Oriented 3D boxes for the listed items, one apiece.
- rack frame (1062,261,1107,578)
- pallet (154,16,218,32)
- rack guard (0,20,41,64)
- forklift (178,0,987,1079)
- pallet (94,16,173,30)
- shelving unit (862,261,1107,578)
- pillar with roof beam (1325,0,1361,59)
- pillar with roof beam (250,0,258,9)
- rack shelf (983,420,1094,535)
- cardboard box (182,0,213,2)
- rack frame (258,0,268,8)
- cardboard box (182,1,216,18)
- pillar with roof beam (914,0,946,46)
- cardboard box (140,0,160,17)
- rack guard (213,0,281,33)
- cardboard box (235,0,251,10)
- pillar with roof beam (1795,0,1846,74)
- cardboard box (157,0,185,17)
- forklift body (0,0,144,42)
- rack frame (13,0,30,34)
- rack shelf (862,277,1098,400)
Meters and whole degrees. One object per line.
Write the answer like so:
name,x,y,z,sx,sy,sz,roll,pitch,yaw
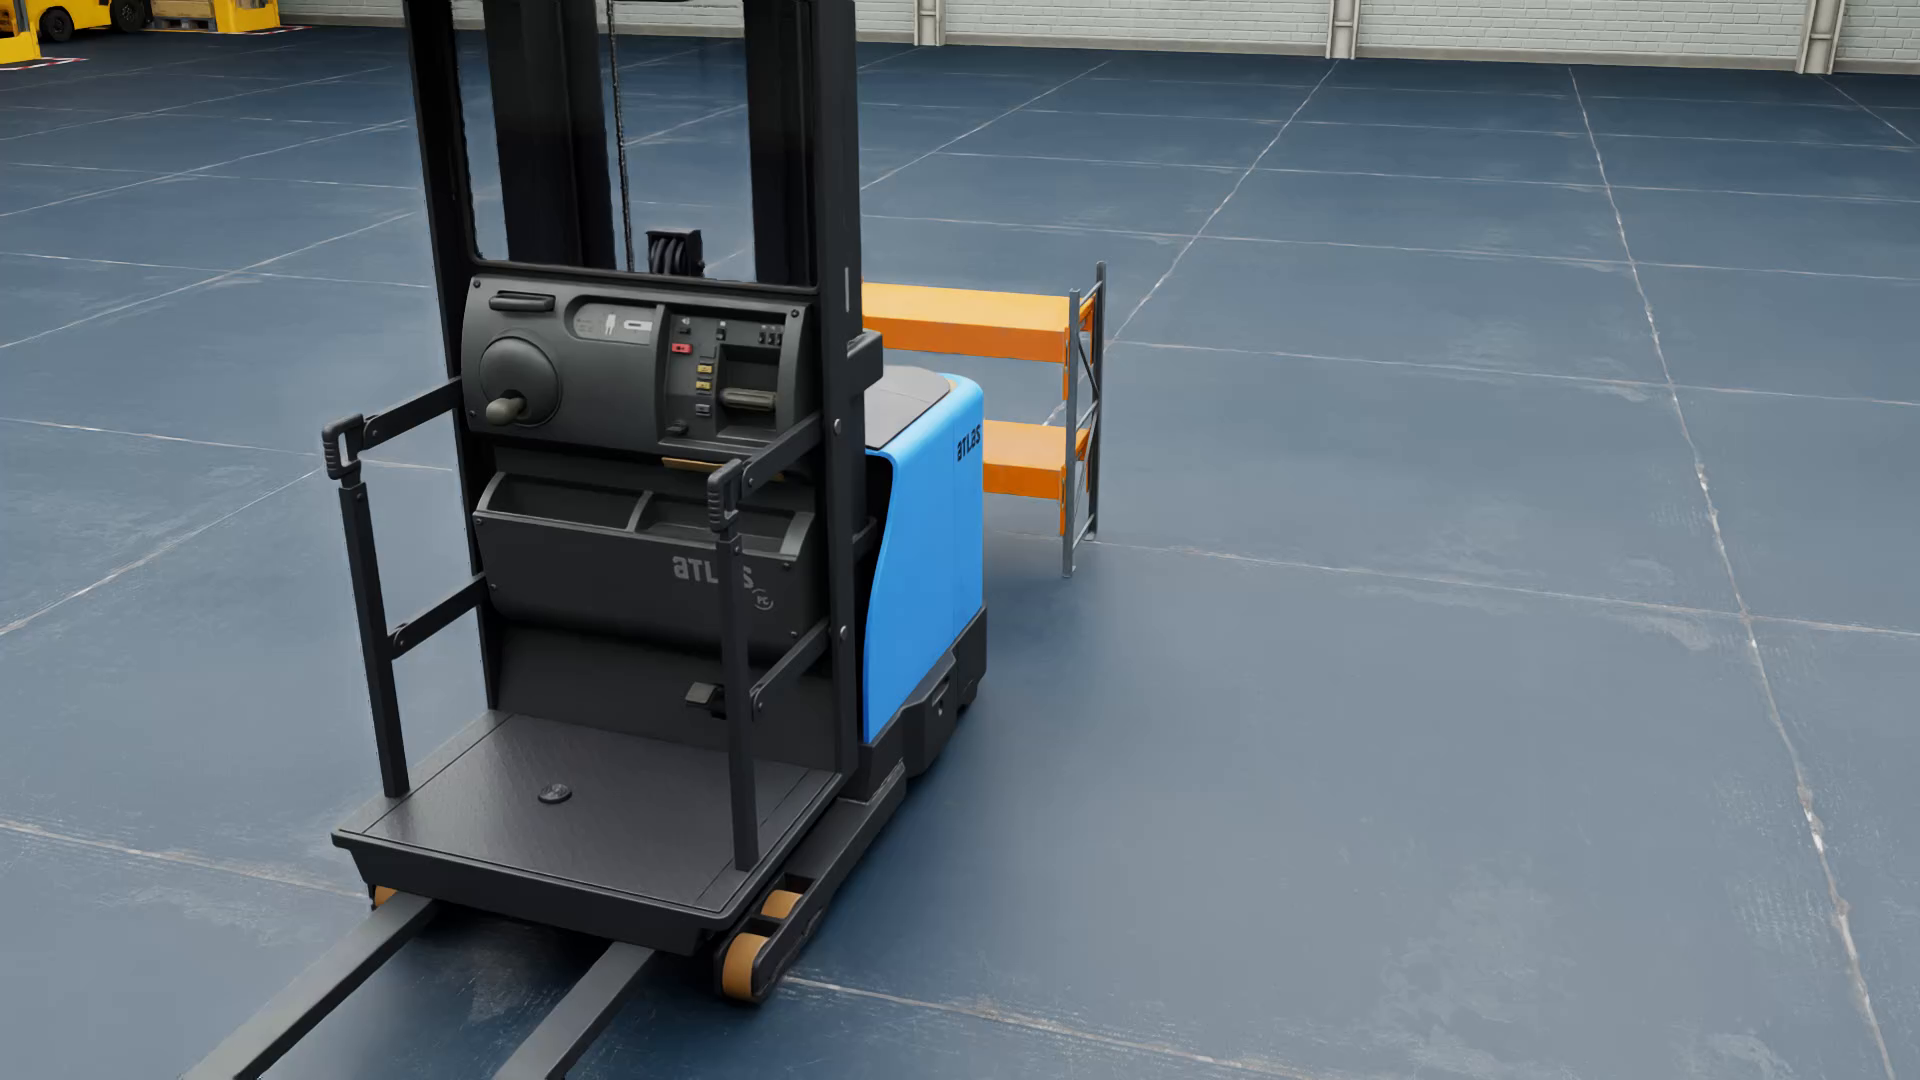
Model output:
rack frame,0.480,-0.465,6.422,0.032,1.125,0.500,7,23,16
pallet,-12.274,-8.444,27.077,1.213,0.211,1.003,7,23,16
rack guard,-13.033,-6.713,22.478,0.348,0.500,1.175,7,23,16
forklift,-0.883,-0.409,3.905,1.130,2.935,3.031,8,24,18
pallet,-13.438,-8.578,27.405,1.213,0.211,1.003,7,23,15
shelving unit,-0.006,-0.521,6.558,1.048,1.125,0.538,7,23,16
pillar with roof beam,4.053,-9.307,17.603,0.400,9.000,9.100,7,23,16
pillar with roof beam,-13.180,-11.281,22.413,0.400,9.000,9.100,7,23,16
rack shelf,-0.006,-0.295,6.651,1.000,0.278,0.538,7,23,16
cardboard box,-12.086,-8.759,26.581,0.500,0.250,0.500,6,23,15
rack frame,-11.530,-9.665,26.381,0.127,3.000,1.000,7,23,16
cardboard box,-12.071,-8.524,26.668,0.500,0.250,0.500,7,23,16
pillar with roof beam,-1.691,-9.965,19.206,0.400,9.000,9.100,7,23,16
cardboard box,-13.021,-8.640,26.951,0.500,0.250,0.500,7,23,16
rack guard,-11.507,-8.506,26.848,0.348,0.500,1.175,7,23,16
cardboard box,-11.944,-8.712,27.127,0.500,0.250,0.500,7,23,16
pillar with roof beam,9.797,-8.650,15.999,0.400,9.000,9.100,7,23,16
cardboard box,-12.544,-8.582,26.810,0.500,0.250,0.500,7,23,15
forklift body,-13.872,-8.818,25.432,1.214,2.155,2.313,7,23,16
rack frame,-12.960,-7.862,21.983,0.127,3.000,1.000,7,23,16
rack shelf,-0.006,-0.792,6.447,1.000,0.278,0.538,7,23,16
